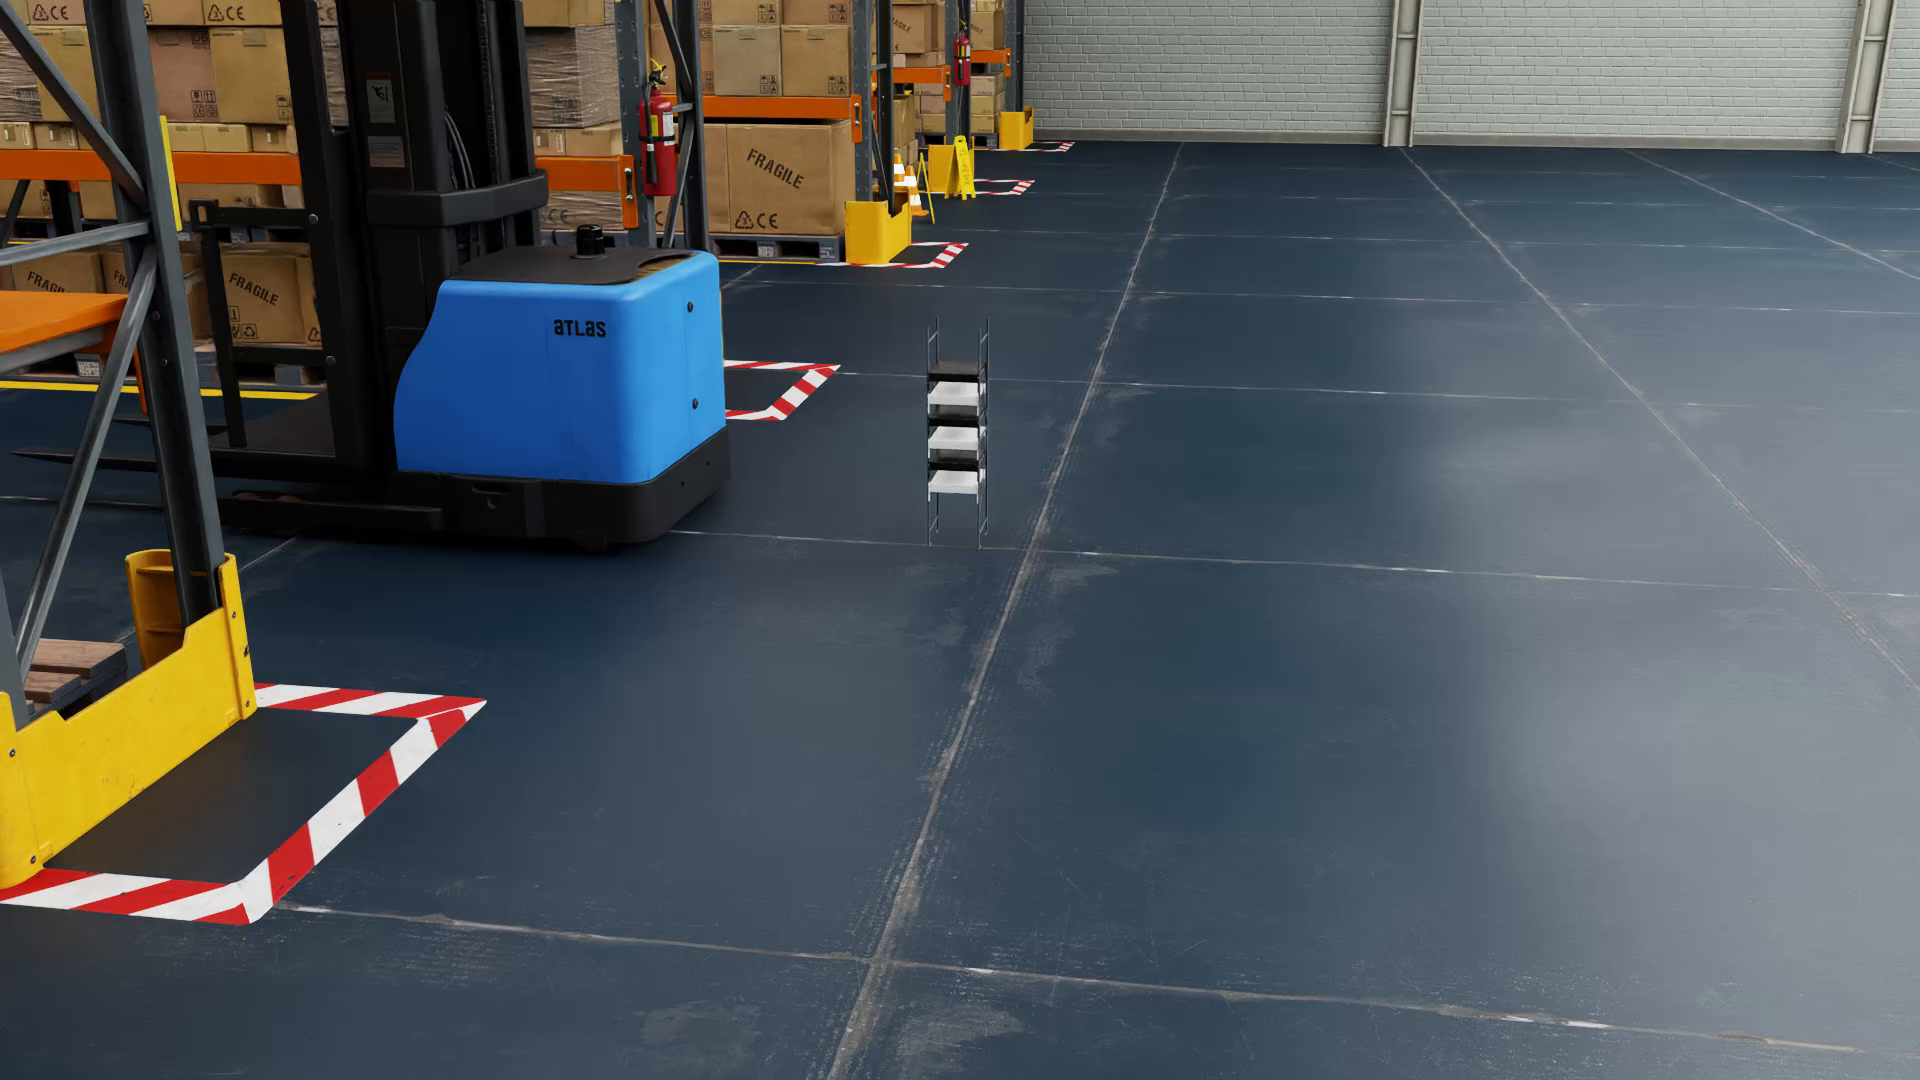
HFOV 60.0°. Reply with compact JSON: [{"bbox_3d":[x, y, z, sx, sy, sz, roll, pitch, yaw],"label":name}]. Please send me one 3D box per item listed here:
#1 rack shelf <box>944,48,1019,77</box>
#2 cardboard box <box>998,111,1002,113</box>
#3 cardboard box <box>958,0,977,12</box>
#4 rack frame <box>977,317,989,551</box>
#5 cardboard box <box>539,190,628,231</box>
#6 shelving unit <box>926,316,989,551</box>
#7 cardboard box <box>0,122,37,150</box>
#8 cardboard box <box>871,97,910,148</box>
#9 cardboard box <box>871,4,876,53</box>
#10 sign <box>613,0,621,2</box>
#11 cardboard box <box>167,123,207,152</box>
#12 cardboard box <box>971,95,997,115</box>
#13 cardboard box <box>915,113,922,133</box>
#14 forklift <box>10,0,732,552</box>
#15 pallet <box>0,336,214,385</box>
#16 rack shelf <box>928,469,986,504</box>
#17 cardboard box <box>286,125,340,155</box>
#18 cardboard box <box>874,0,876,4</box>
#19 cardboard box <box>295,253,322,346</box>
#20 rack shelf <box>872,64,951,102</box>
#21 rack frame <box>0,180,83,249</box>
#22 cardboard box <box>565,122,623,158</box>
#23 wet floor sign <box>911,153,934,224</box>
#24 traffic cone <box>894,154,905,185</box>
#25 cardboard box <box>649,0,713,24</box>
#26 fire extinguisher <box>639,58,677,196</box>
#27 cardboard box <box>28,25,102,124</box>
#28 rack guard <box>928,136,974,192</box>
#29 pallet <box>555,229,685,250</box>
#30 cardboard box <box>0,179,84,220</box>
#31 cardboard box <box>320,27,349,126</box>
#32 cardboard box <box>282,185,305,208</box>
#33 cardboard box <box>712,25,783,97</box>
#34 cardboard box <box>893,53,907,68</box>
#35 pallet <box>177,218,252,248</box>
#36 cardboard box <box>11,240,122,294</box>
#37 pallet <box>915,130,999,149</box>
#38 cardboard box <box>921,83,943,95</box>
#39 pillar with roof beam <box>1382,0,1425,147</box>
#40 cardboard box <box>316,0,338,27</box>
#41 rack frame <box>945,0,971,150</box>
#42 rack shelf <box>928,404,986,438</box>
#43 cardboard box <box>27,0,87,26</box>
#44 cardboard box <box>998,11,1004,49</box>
[{"bbox_3d":[-1.209,-6.713,23.272,4.000,0.370,1.077,3,19,9],"label":"rack shelf"},{"bbox_3d":[0.312,-5.934,23.484,0.500,0.250,0.500,3,19,9],"label":"cardboard box"},{"bbox_3d":[0.122,-7.242,22.539,0.250,0.149,0.380,3,19,10],"label":"cardboard box"},{"bbox_3d":[0.092,-0.422,6.646,0.006,0.900,0.240,3,19,9],"label":"rack frame"},{"bbox_3d":[-3.152,-3.137,14.139,0.875,0.875,0.875,3,19,9],"label":"cardboard box"},{"bbox_3d":[-0.008,-0.427,6.662,0.210,0.900,0.258,3,19,9],"label":"shelving unit"},{"bbox_3d":[-5.130,-2.254,9.208,0.250,0.149,0.380,3,19,9],"label":"cardboard box"},{"bbox_3d":[-0.850,-4.608,18.336,0.500,0.500,0.500,3,19,9],"label":"cardboard box"},{"bbox_3d":[-1.091,-5.554,18.049,0.500,0.500,0.500,3,19,9],"label":"cardboard box"},{"bbox_3d":[-1.698,-2.819,8.179,0.005,0.325,0.100,3,19,9],"label":"sign"},{"bbox_3d":[-4.136,-2.215,9.093,0.250,0.149,0.380,3,19,9],"label":"cardboard box"},{"bbox_3d":[0.236,-6.012,22.928,0.500,0.250,0.500,3,19,8],"label":"cardboard box"},{"bbox_3d":[-0.730,-5.829,23.169,0.500,0.250,0.500,3,19,9],"label":"cardboard box"},{"bbox_3d":[-2.590,-1.564,6.859,3.031,2.935,1.130,4,19,11],"label":"forklift"},{"bbox_3d":[-4.870,-1.150,9.906,1.213,0.211,1.003,3,19,9],"label":"pallet"},{"bbox_3d":[-0.008,-0.225,6.729,0.200,0.077,0.258,3,19,9],"label":"rack shelf"},{"bbox_3d":[-3.402,-2.167,8.947,0.250,0.149,0.380,3,19,9],"label":"cardboard box"},{"bbox_3d":[-1.055,-6.046,17.943,0.500,0.500,0.700,3,19,9],"label":"cardboard box"},{"bbox_3d":[-3.414,-1.401,9.539,0.500,0.500,0.500,5,19,14],"label":"cardboard box"},{"bbox_3d":[-1.993,-5.158,18.624,4.000,0.370,1.077,3,19,9],"label":"rack shelf"},{"bbox_3d":[-5.539,-2.495,9.532,0.127,3.000,1.000,3,19,9],"label":"rack frame"},{"bbox_3d":[-1.904,-2.124,8.819,0.250,0.149,0.380,3,19,9],"label":"cardboard box"},{"bbox_3d":[-0.361,-3.345,15.782,0.232,0.644,0.267,0,19,-1],"label":"wet floor sign"},{"bbox_3d":[-0.647,-3.813,17.468,0.334,0.463,0.336,3,19,9],"label":"traffic cone"},{"bbox_3d":[-2.152,-4.526,13.664,0.550,0.550,0.875,3,19,9],"label":"cardboard box"},{"bbox_3d":[-1.550,-2.107,8.494,0.183,0.674,0.296,3,19,9],"label":"fire extinguisher"},{"bbox_3d":[-4.616,-2.605,9.235,0.500,0.500,0.875,3,19,9],"label":"cardboard box"},{"bbox_3d":[-0.093,-4.216,18.617,0.348,0.500,1.175,3,19,9],"label":"rack guard"},{"bbox_3d":[-2.706,-2.598,14.234,1.213,0.211,1.003,3,19,9],"label":"pallet"},{"bbox_3d":[-8.015,-3.318,14.877,0.750,0.750,1.050,3,19,8],"label":"cardboard box"},{"bbox_3d":[-3.128,-2.544,9.054,0.500,0.500,0.875,3,19,9],"label":"cardboard box"},{"bbox_3d":[-5.280,-3.179,14.460,0.750,0.750,1.050,3,19,8],"label":"cardboard box"},{"bbox_3d":[-1.623,-3.939,13.611,0.550,0.550,0.875,3,19,9],"label":"cardboard box"},{"bbox_3d":[-0.689,-5.209,18.039,0.250,0.149,0.380,3,19,8],"label":"cardboard box"},{"bbox_3d":[-6.634,-2.797,14.830,1.213,0.211,1.003,3,19,9],"label":"pallet"},{"bbox_3d":[-5.150,-1.476,9.764,0.500,0.500,0.500,2,19,7],"label":"cardboard box"},{"bbox_3d":[0.004,-5.656,23.375,1.213,0.211,1.003,3,19,9],"label":"pallet"},{"bbox_3d":[-0.243,-6.272,22.917,0.500,0.250,0.500,3,19,10],"label":"cardboard box"},{"bbox_3d":[5.463,-8.465,17.920,0.400,9.000,9.100,3,19,9],"label":"pillar with roof beam"},{"bbox_3d":[-3.160,-2.956,8.707,0.500,0.500,0.500,3,19,9],"label":"cardboard box"},{"bbox_3d":[-0.018,-5.398,18.209,0.127,3.000,1.000,3,19,9],"label":"rack frame"},{"bbox_3d":[-0.008,-0.481,6.644,0.200,0.077,0.258,3,19,9],"label":"rack shelf"},{"bbox_3d":[-4.641,-3.030,8.930,0.500,0.500,0.500,3,19,9],"label":"cardboard box"},{"bbox_3d":[0.321,-7.113,23.176,0.500,0.500,0.500,4,19,10],"label":"cardboard box"}]
